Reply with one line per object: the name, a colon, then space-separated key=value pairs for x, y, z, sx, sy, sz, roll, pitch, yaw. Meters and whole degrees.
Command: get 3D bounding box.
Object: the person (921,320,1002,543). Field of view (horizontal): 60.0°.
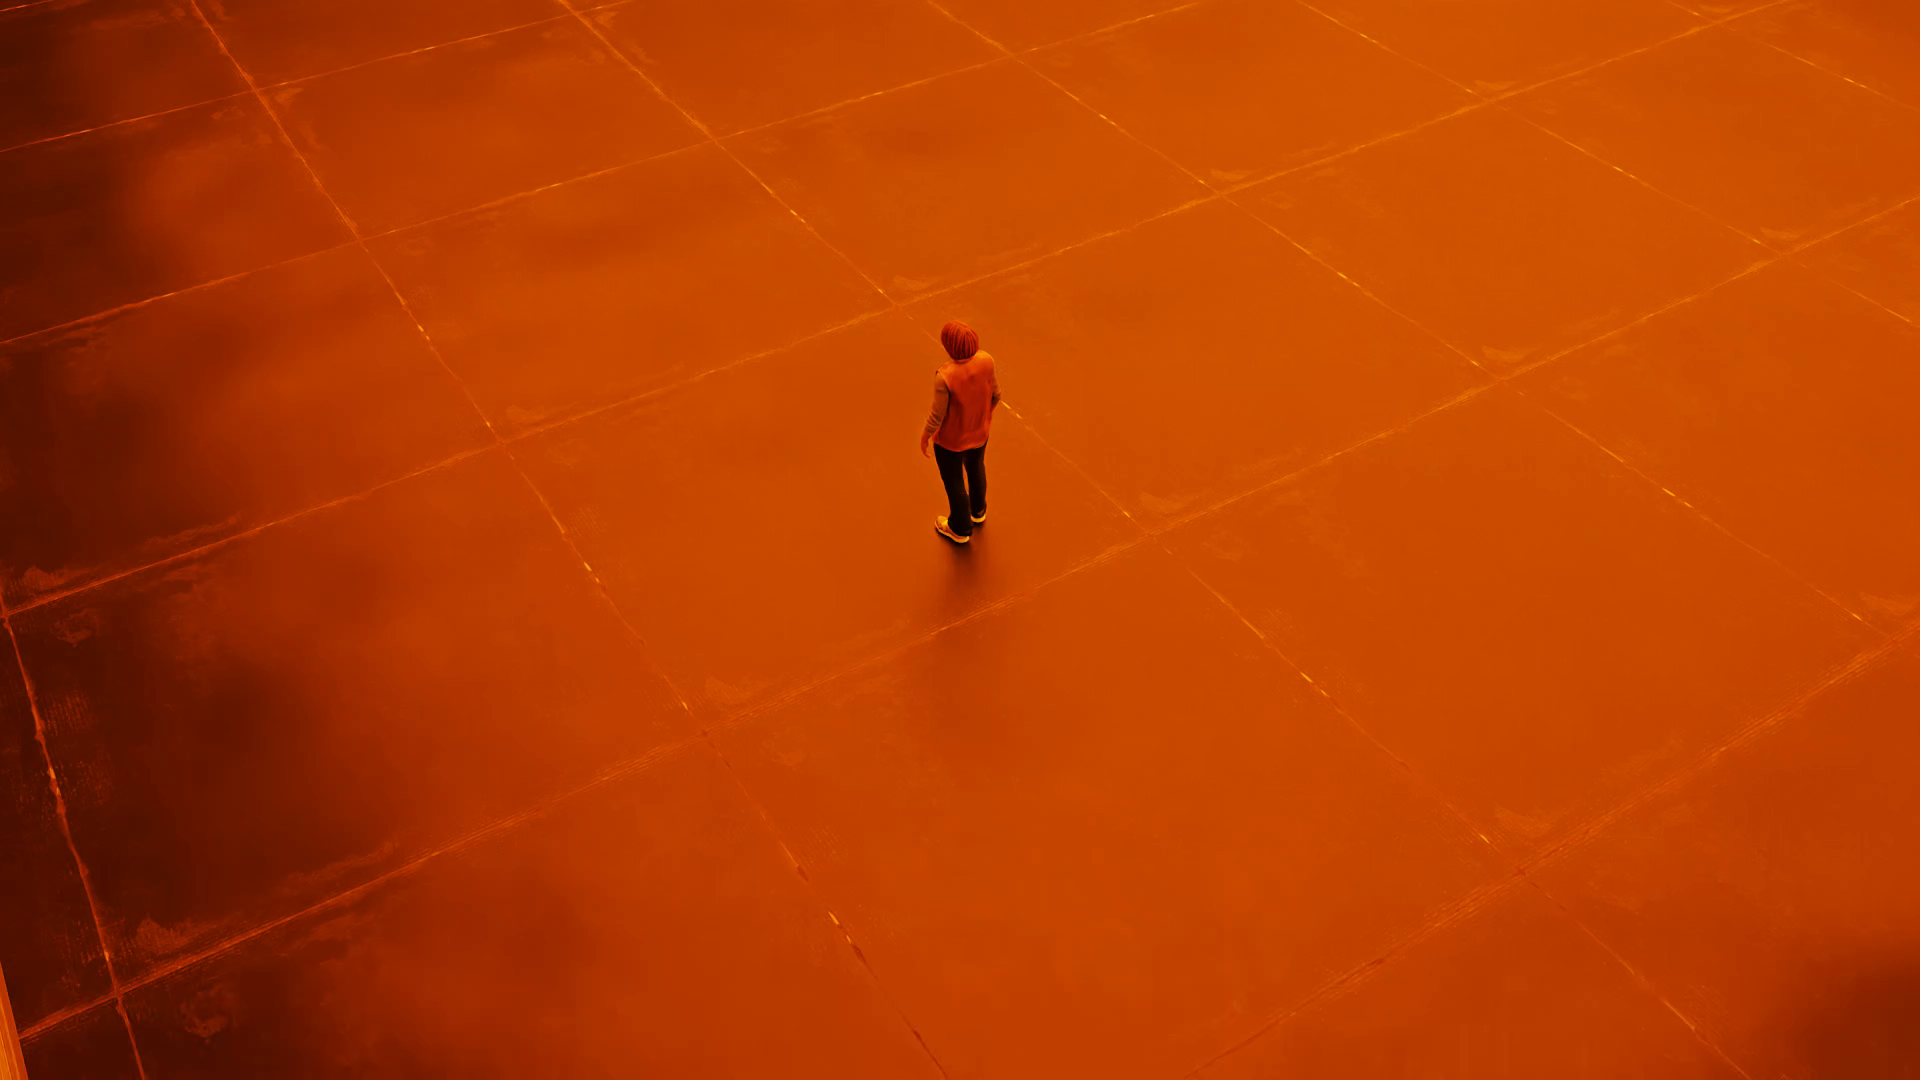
person: x=-0.028 y=-0.653 z=9.620 sx=0.520 sy=1.597 sz=0.476 roll=-23 pitch=46 yaw=-24
